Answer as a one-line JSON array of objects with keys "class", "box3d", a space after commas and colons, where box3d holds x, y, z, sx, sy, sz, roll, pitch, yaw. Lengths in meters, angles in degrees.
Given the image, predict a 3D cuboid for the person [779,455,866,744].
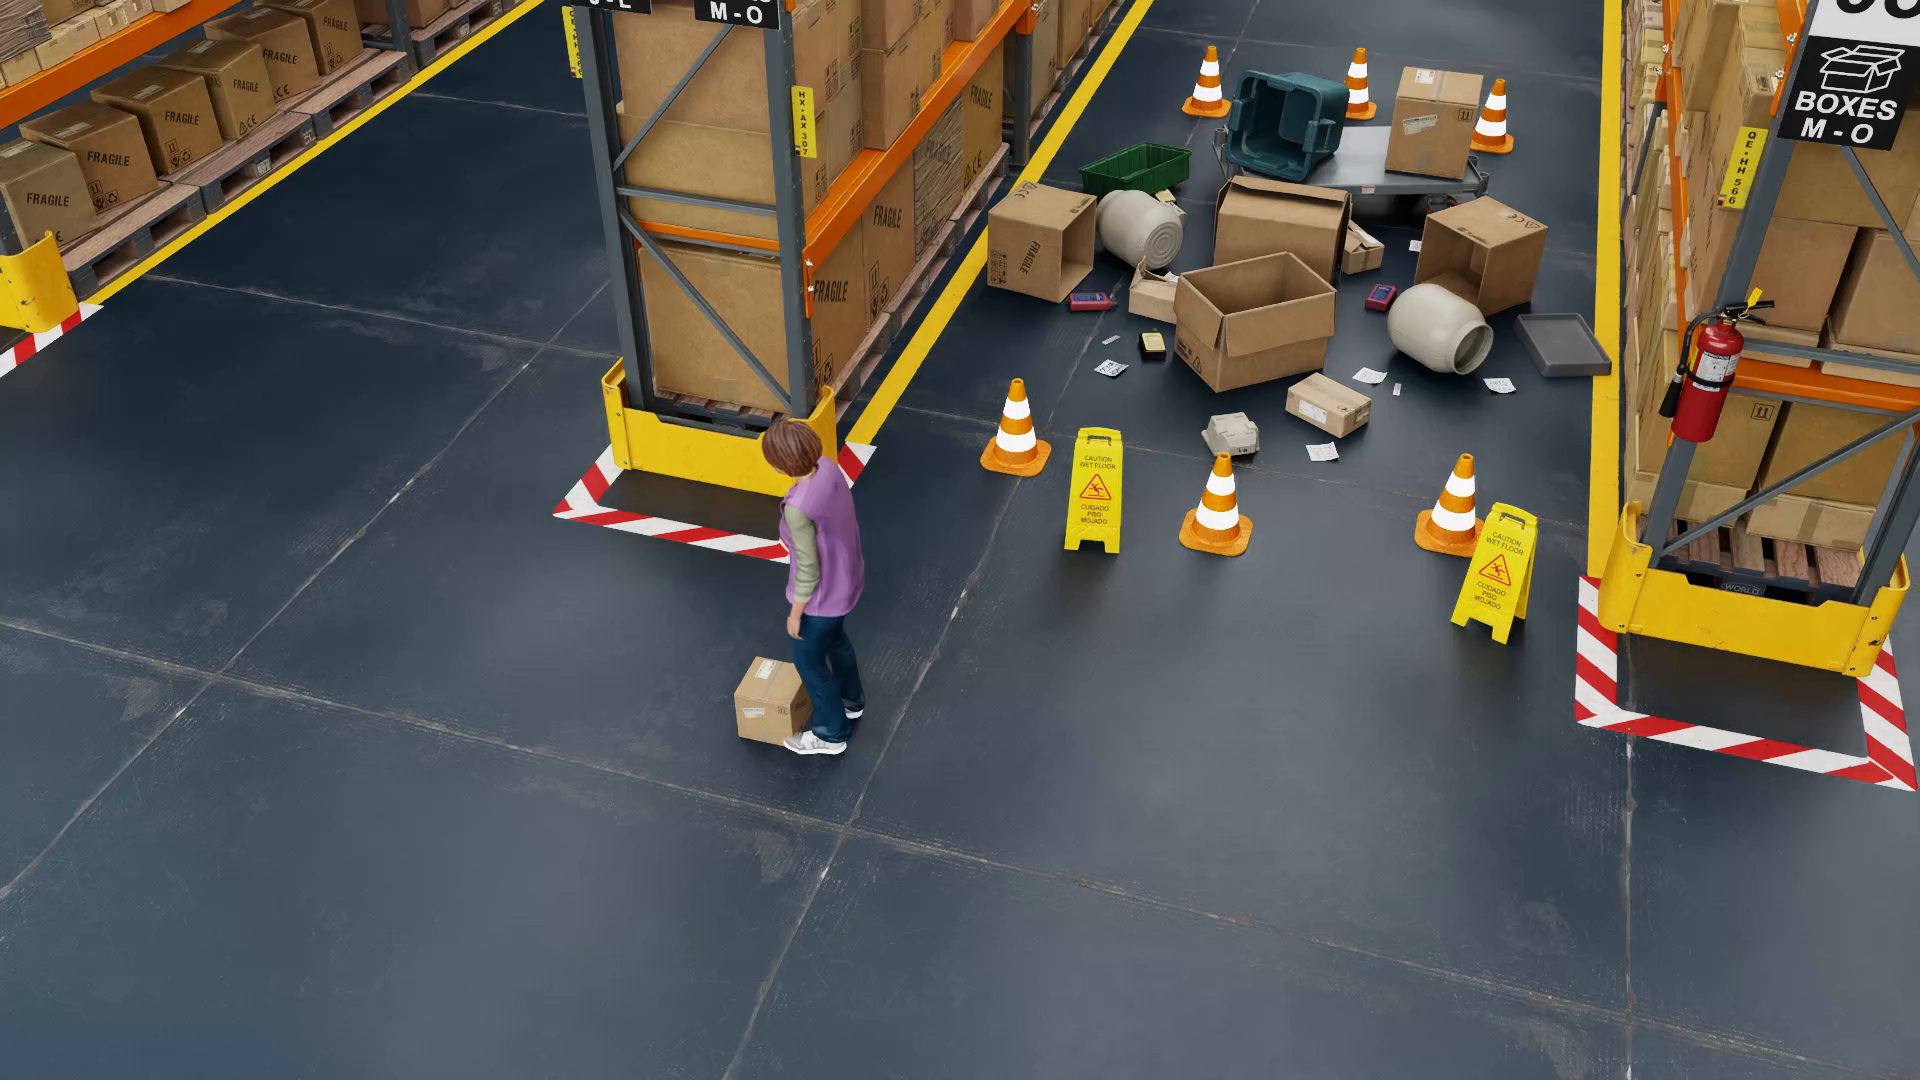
[{"class": "person", "box3d": [-0.536, 0.259, 6.672, 0.292, 1.328, 0.464, 10, 39, 13]}]
